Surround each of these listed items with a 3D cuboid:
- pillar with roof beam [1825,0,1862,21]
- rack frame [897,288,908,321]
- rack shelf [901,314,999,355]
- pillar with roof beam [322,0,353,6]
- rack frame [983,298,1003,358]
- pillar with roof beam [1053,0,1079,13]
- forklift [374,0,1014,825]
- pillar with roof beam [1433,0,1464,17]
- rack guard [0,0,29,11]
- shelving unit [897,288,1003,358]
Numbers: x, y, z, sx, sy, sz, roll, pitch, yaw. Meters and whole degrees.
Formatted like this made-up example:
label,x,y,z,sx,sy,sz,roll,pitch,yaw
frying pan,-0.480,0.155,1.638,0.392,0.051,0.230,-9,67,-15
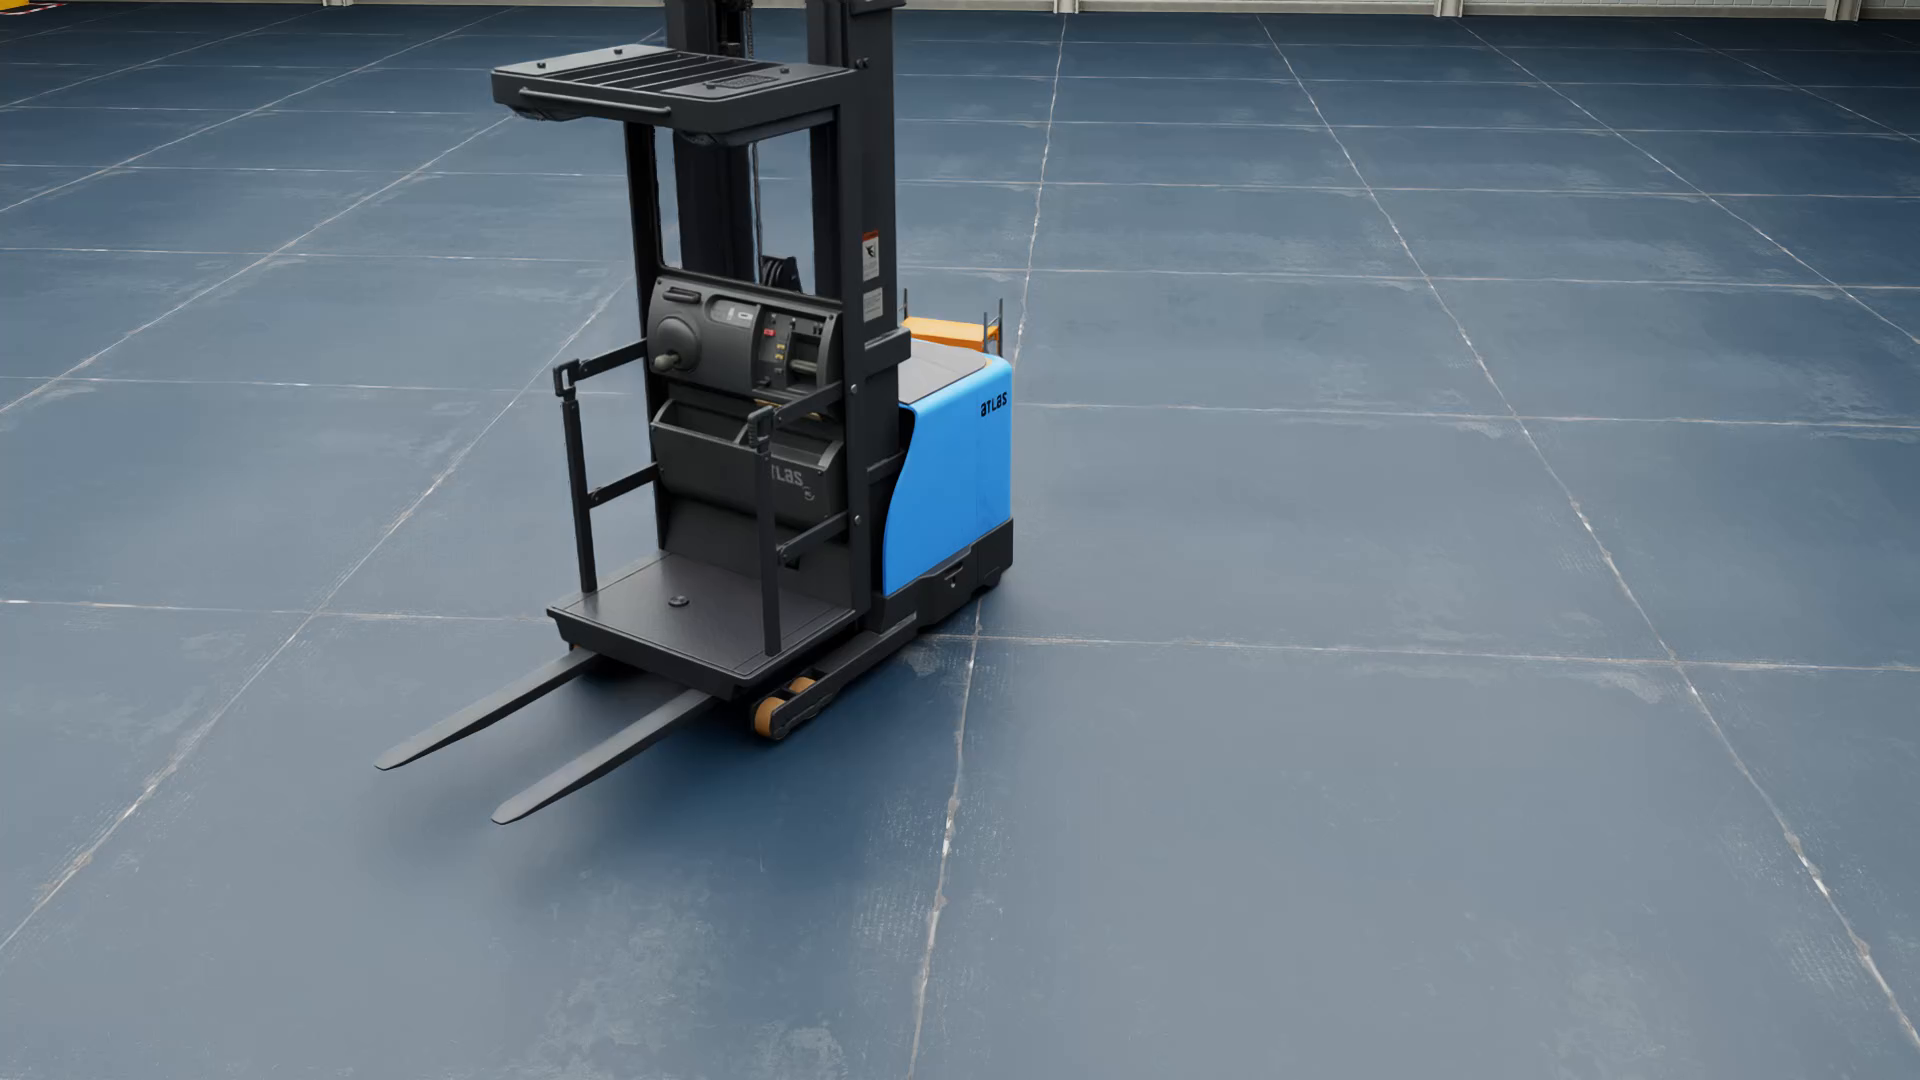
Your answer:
label,x,y,z,sx,sy,sz,roll,pitch,yaw
pillar with roof beam,13.336,-10.369,20.018,0.400,9.000,9.100,2,25,4
rack frame,-0.300,-0.626,8.174,0.015,1.200,0.240,9,26,19
rack shelf,-0.072,-0.947,7.932,0.480,0.148,0.258,9,26,19
pillar with roof beam,-10.594,-11.137,21.687,0.400,9.000,9.100,2,25,4
rack frame,0.157,-0.554,8.019,0.015,1.200,0.240,9,26,19
pillar with roof beam,1.371,-10.753,20.853,0.400,9.000,9.100,2,25,4
forklift,-0.987,-0.771,6.419,1.130,2.935,3.031,16,29,30
pillar with roof beam,7.353,-10.561,20.436,0.400,9.000,9.100,2,25,4
rack guard,-15.597,-8.863,26.914,0.348,0.500,1.175,2,25,4
shelving unit,-0.072,-0.590,8.096,0.503,1.200,0.258,9,26,19
